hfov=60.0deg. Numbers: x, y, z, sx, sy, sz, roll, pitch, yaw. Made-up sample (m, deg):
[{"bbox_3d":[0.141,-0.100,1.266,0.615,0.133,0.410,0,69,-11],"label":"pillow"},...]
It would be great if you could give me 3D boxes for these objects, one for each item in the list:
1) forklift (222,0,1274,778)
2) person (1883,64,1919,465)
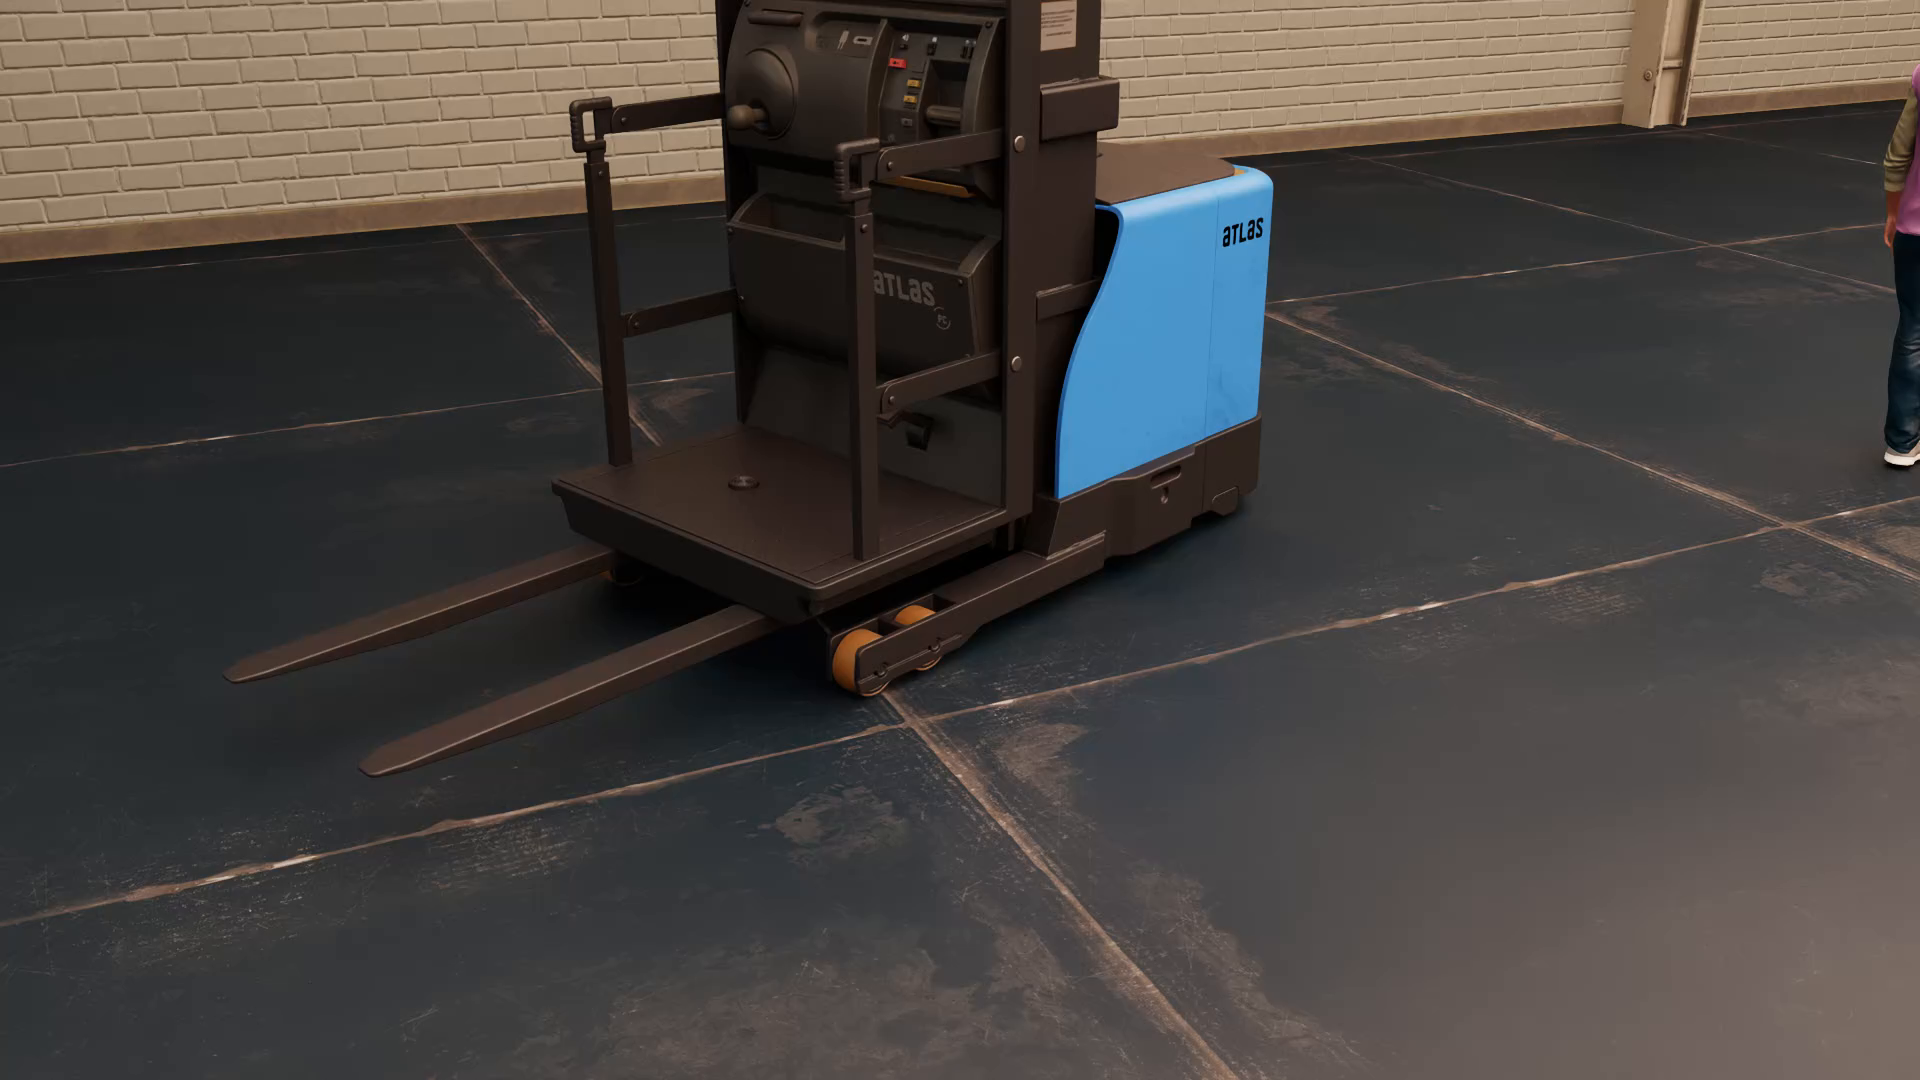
[{"bbox_3d":[-0.413,-1.182,4.131,1.130,2.935,3.031,19,29,39],"label":"forklift"},{"bbox_3d":[3.294,-1.008,5.432,0.473,1.598,0.521,-14,26,-30],"label":"person"}]
